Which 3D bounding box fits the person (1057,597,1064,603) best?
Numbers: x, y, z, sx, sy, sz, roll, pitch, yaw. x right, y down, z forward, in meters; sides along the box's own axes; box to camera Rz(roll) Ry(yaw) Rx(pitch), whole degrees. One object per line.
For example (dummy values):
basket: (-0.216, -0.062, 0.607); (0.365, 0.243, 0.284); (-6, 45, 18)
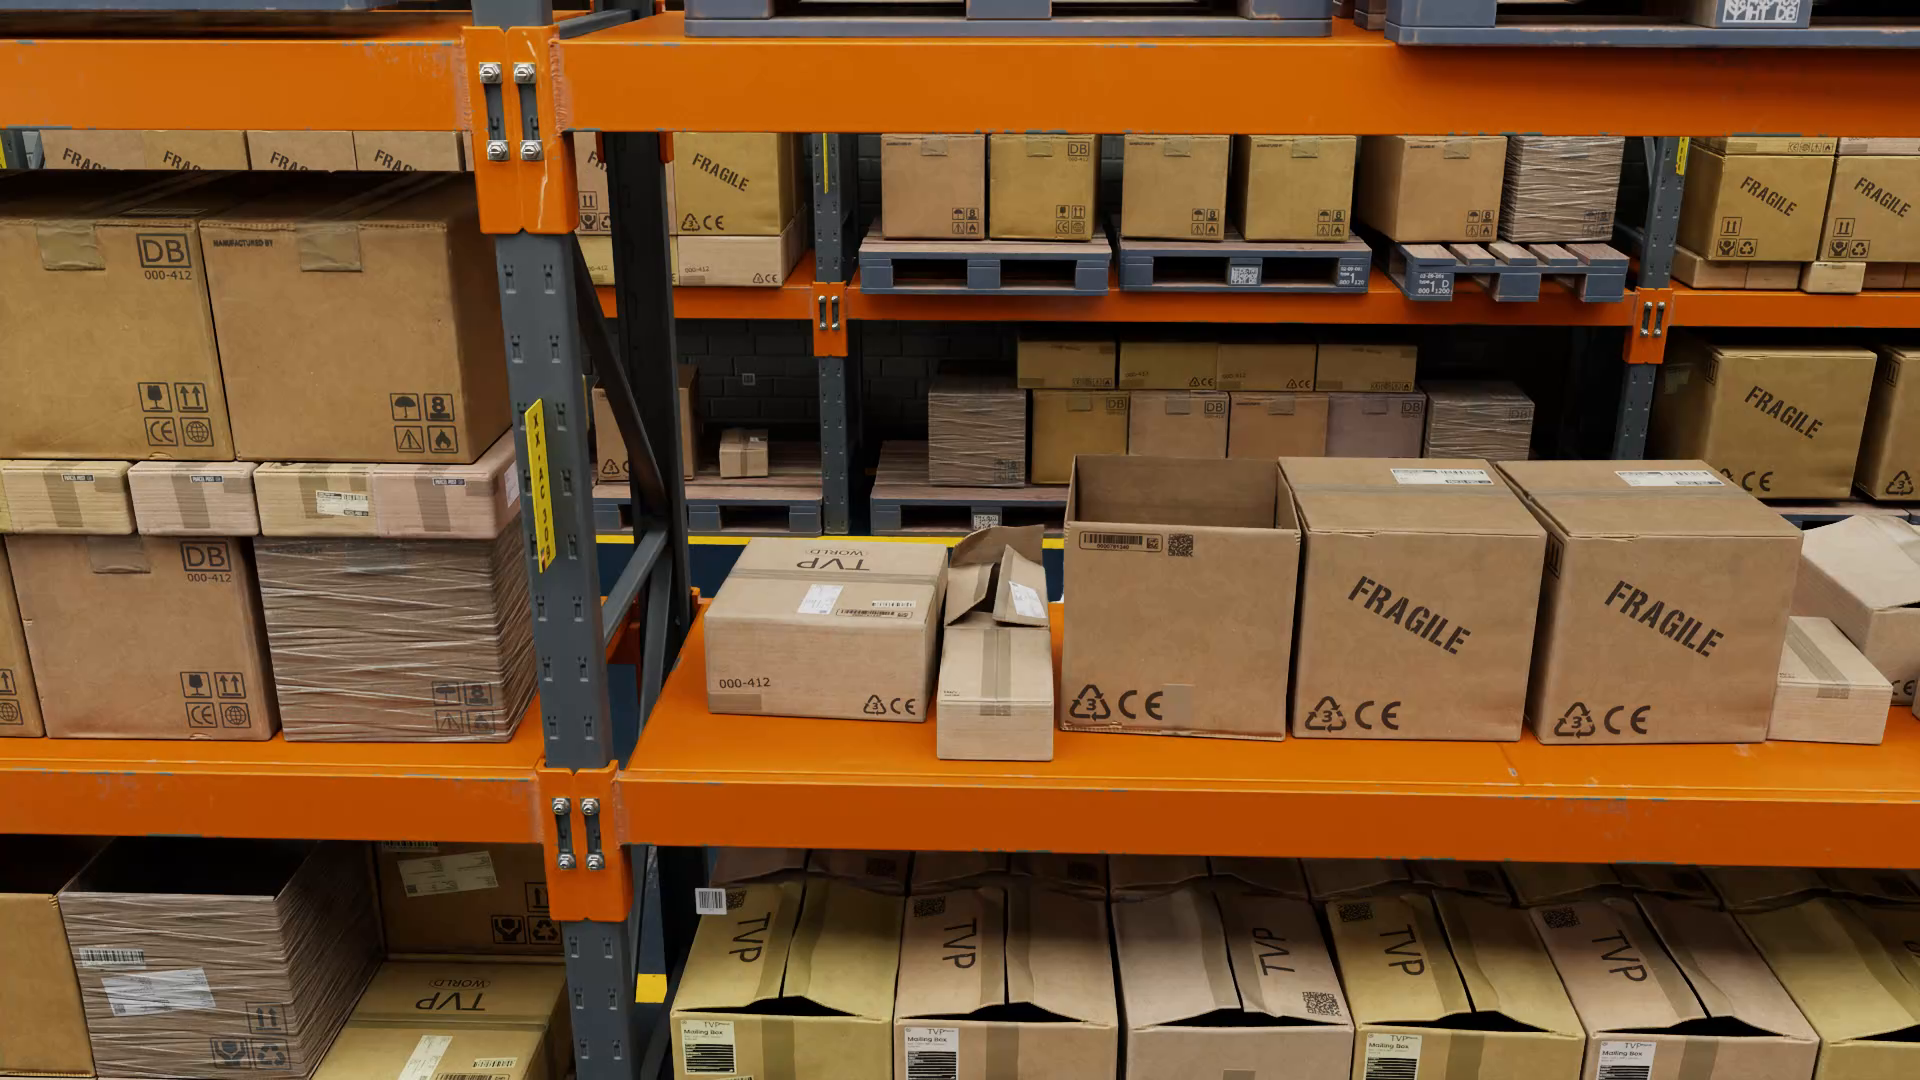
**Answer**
person: (0.511, 0.528, 5.989); (0.529, 0.870, 0.925); (1, 21, 2)
